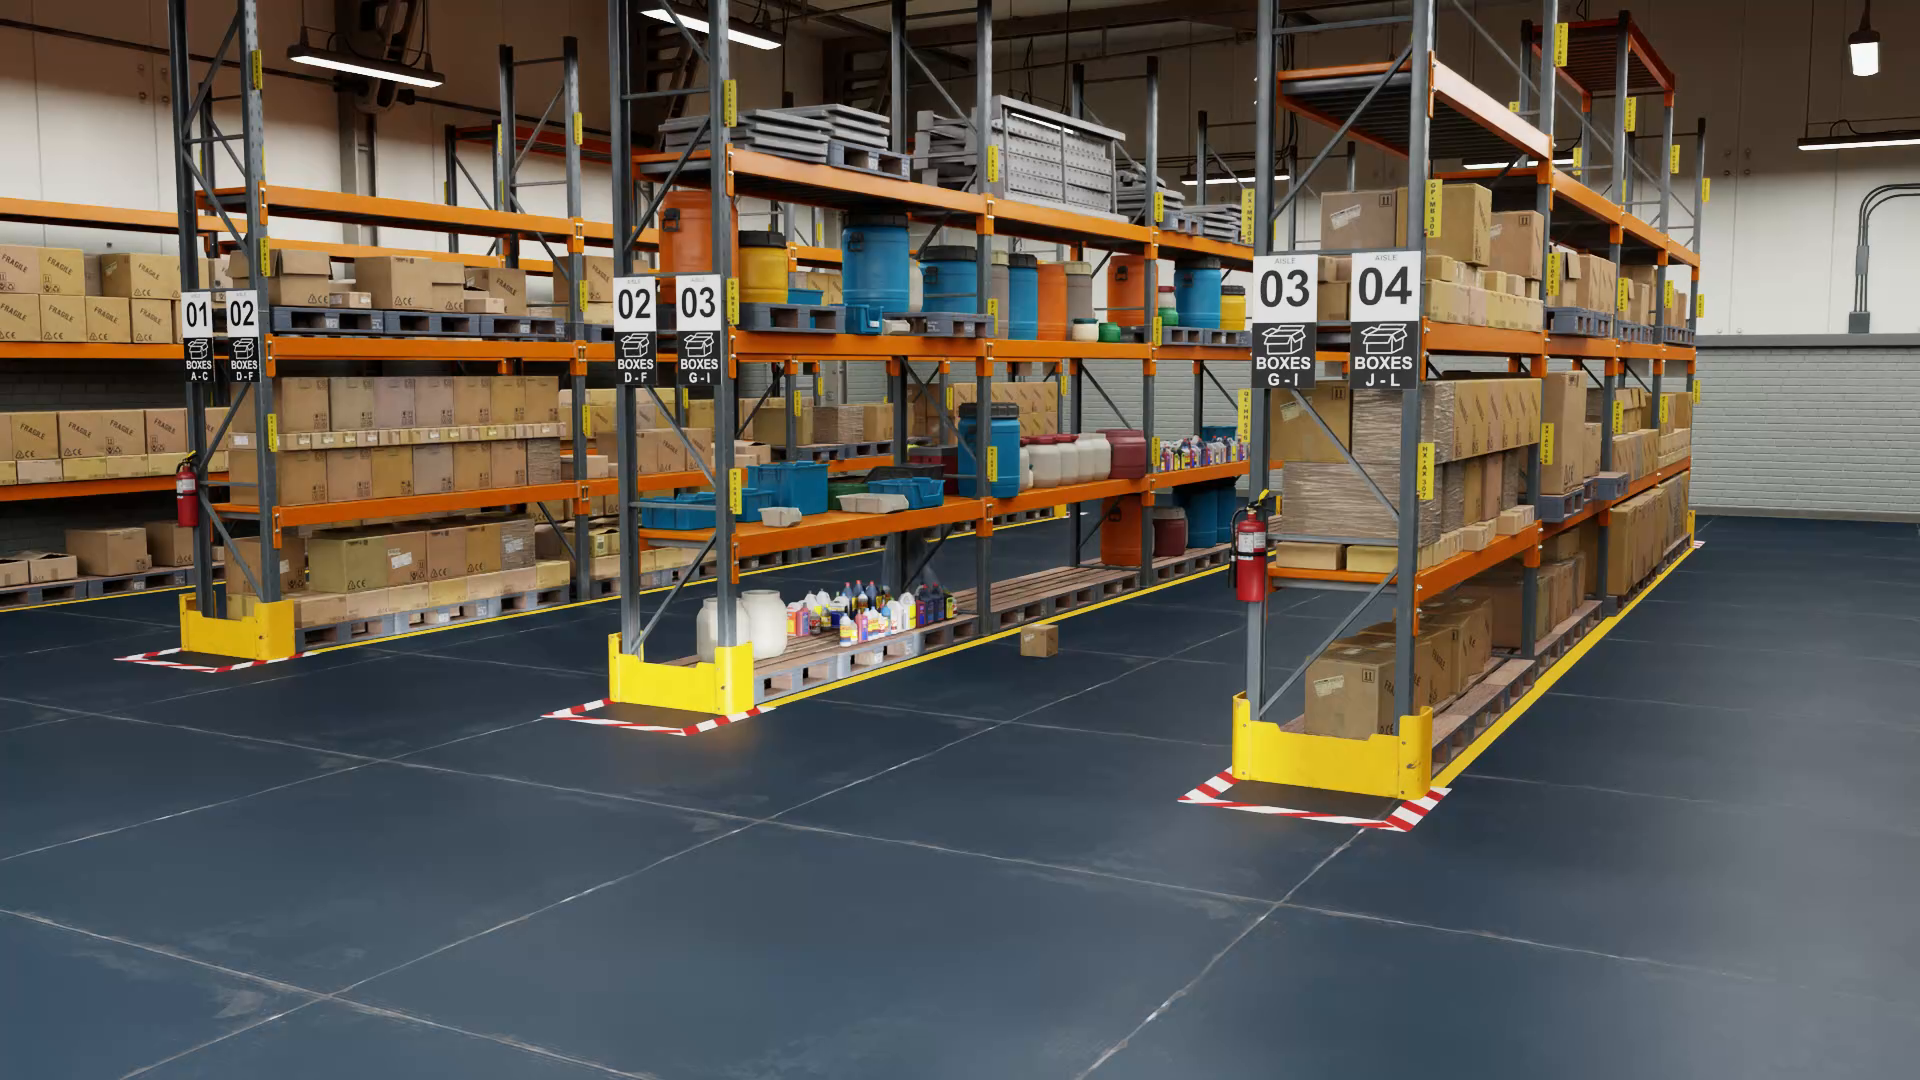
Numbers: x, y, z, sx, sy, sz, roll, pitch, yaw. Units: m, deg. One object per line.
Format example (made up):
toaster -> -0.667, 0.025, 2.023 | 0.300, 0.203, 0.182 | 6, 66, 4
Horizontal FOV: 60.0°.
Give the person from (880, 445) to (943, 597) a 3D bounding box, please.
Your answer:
person -> -0.573, -0.121, 17.140 | 0.953, 1.726, 0.581 | 3, 7, 30
